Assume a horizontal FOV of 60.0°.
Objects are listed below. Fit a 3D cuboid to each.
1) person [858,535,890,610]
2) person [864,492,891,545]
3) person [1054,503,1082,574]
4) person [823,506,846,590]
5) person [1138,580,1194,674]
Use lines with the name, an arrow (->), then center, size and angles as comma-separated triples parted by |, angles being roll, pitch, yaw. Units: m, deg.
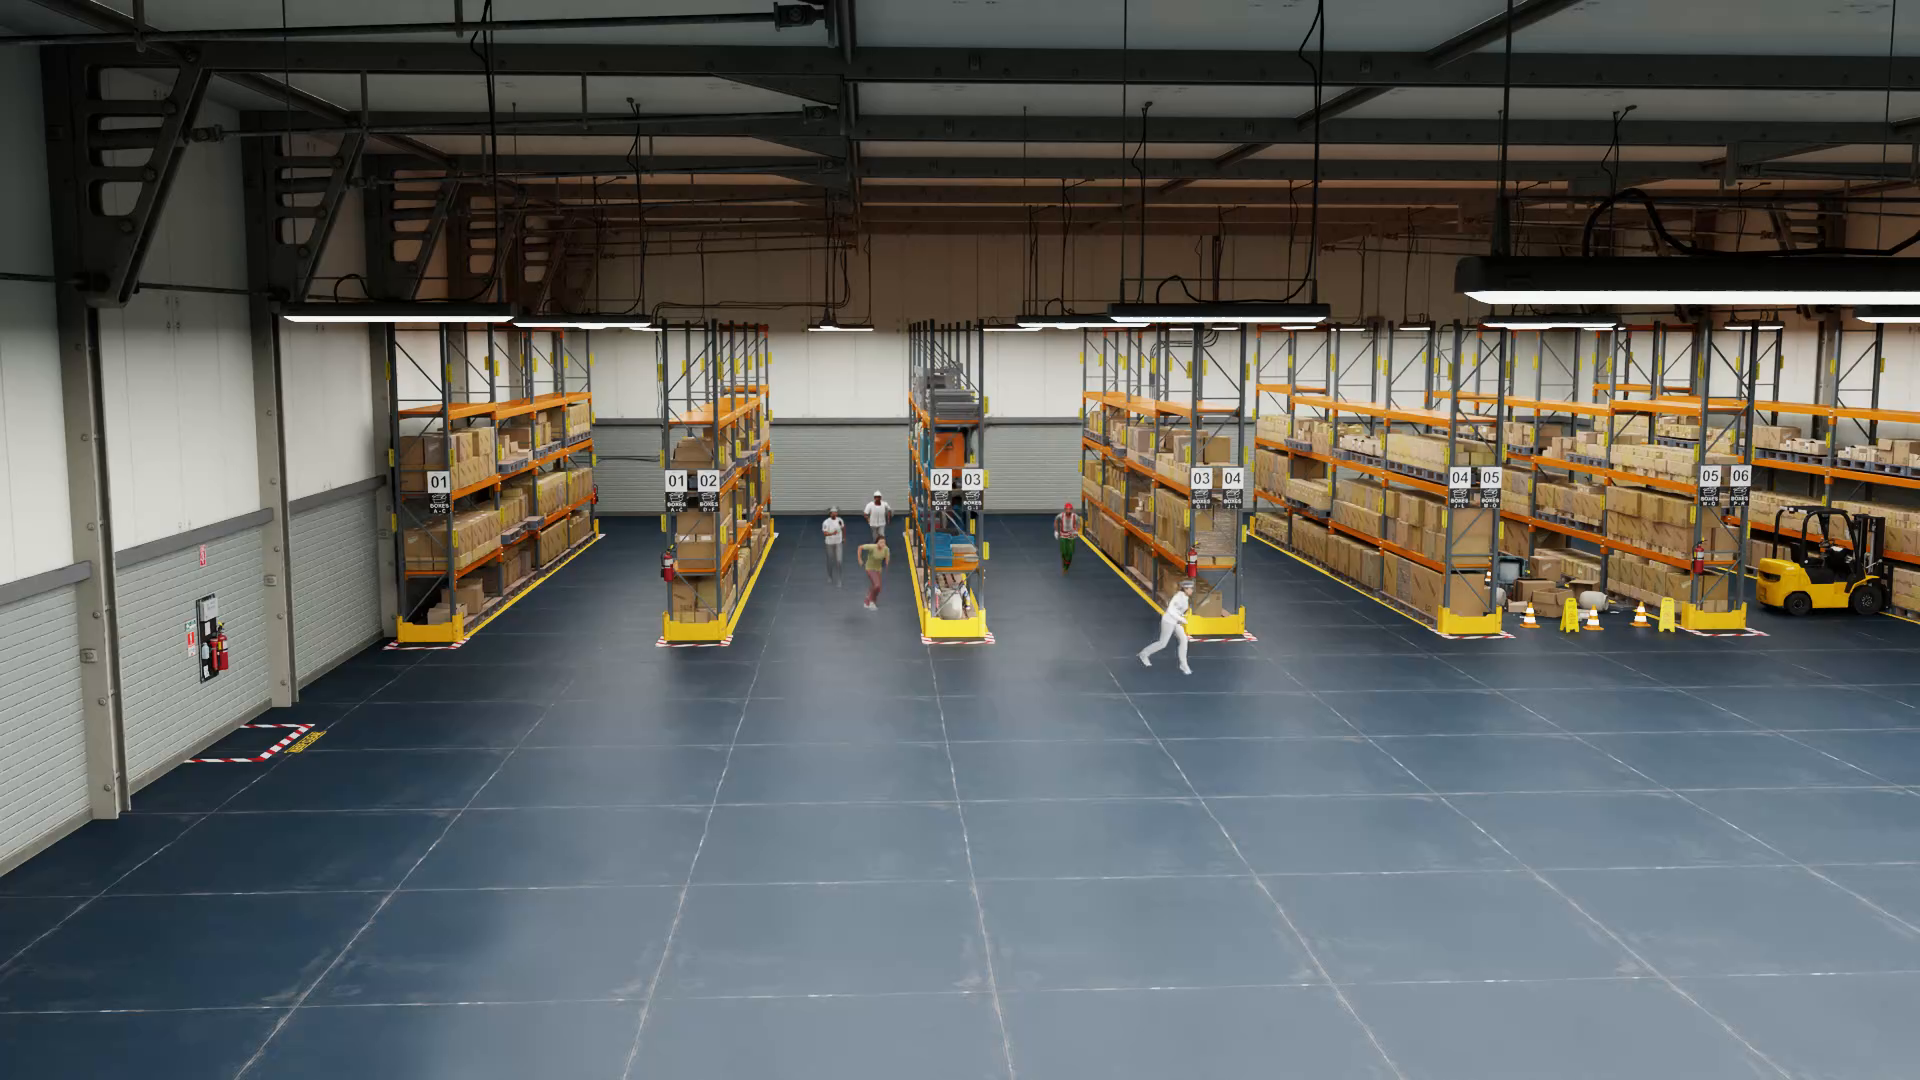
person -> -1.704, 0.639, 32.787 | 0.609, 1.537, 0.862 | -4, 8, -29
person -> -2.101, -0.367, 42.498 | 0.708, 1.765, 0.824 | -1, 7, -7
person -> 2.588, -0.042, 39.775 | 0.635, 1.718, 0.660 | 0, 7, -2
person -> -2.725, 0.156, 36.184 | 0.539, 1.816, 0.753 | -2, 7, -12
person -> 3.528, 1.466, 28.312 | 0.965, 1.627, 0.655 | 3, 8, 22
